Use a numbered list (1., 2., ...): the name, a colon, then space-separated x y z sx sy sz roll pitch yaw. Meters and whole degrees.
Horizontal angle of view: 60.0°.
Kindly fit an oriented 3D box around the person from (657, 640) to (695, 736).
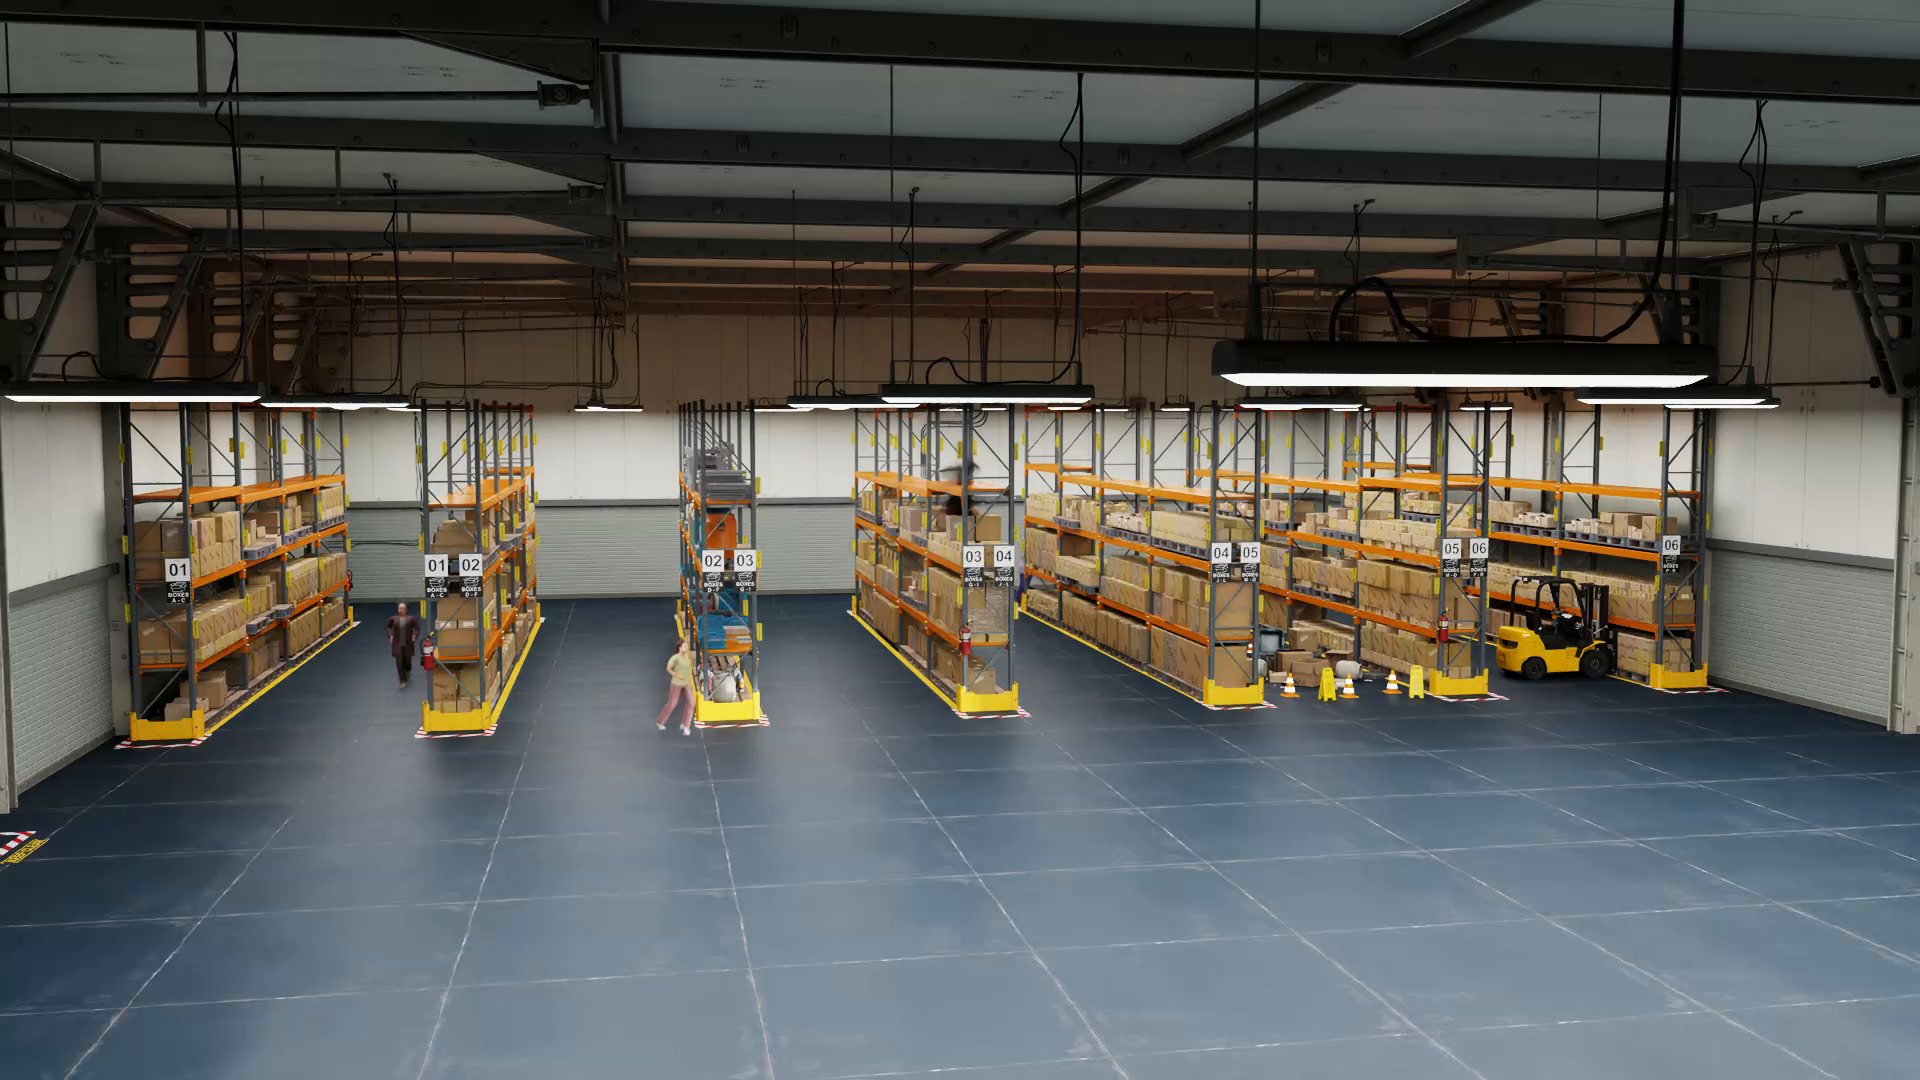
1. person: -5.045 2.639 29.987 0.767 1.687 0.646 3 6 39

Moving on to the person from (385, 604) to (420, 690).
1. person: -11.734 2.217 35.017 0.711 1.769 0.900 -1 4 -16

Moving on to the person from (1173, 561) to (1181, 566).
1. person: 6.765 1.055 50.929 0.878 1.718 0.701 1 4 7

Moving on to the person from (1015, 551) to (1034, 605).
1. person: 1.974 1.155 50.023 1.086 1.652 0.577 -2 5 -27
